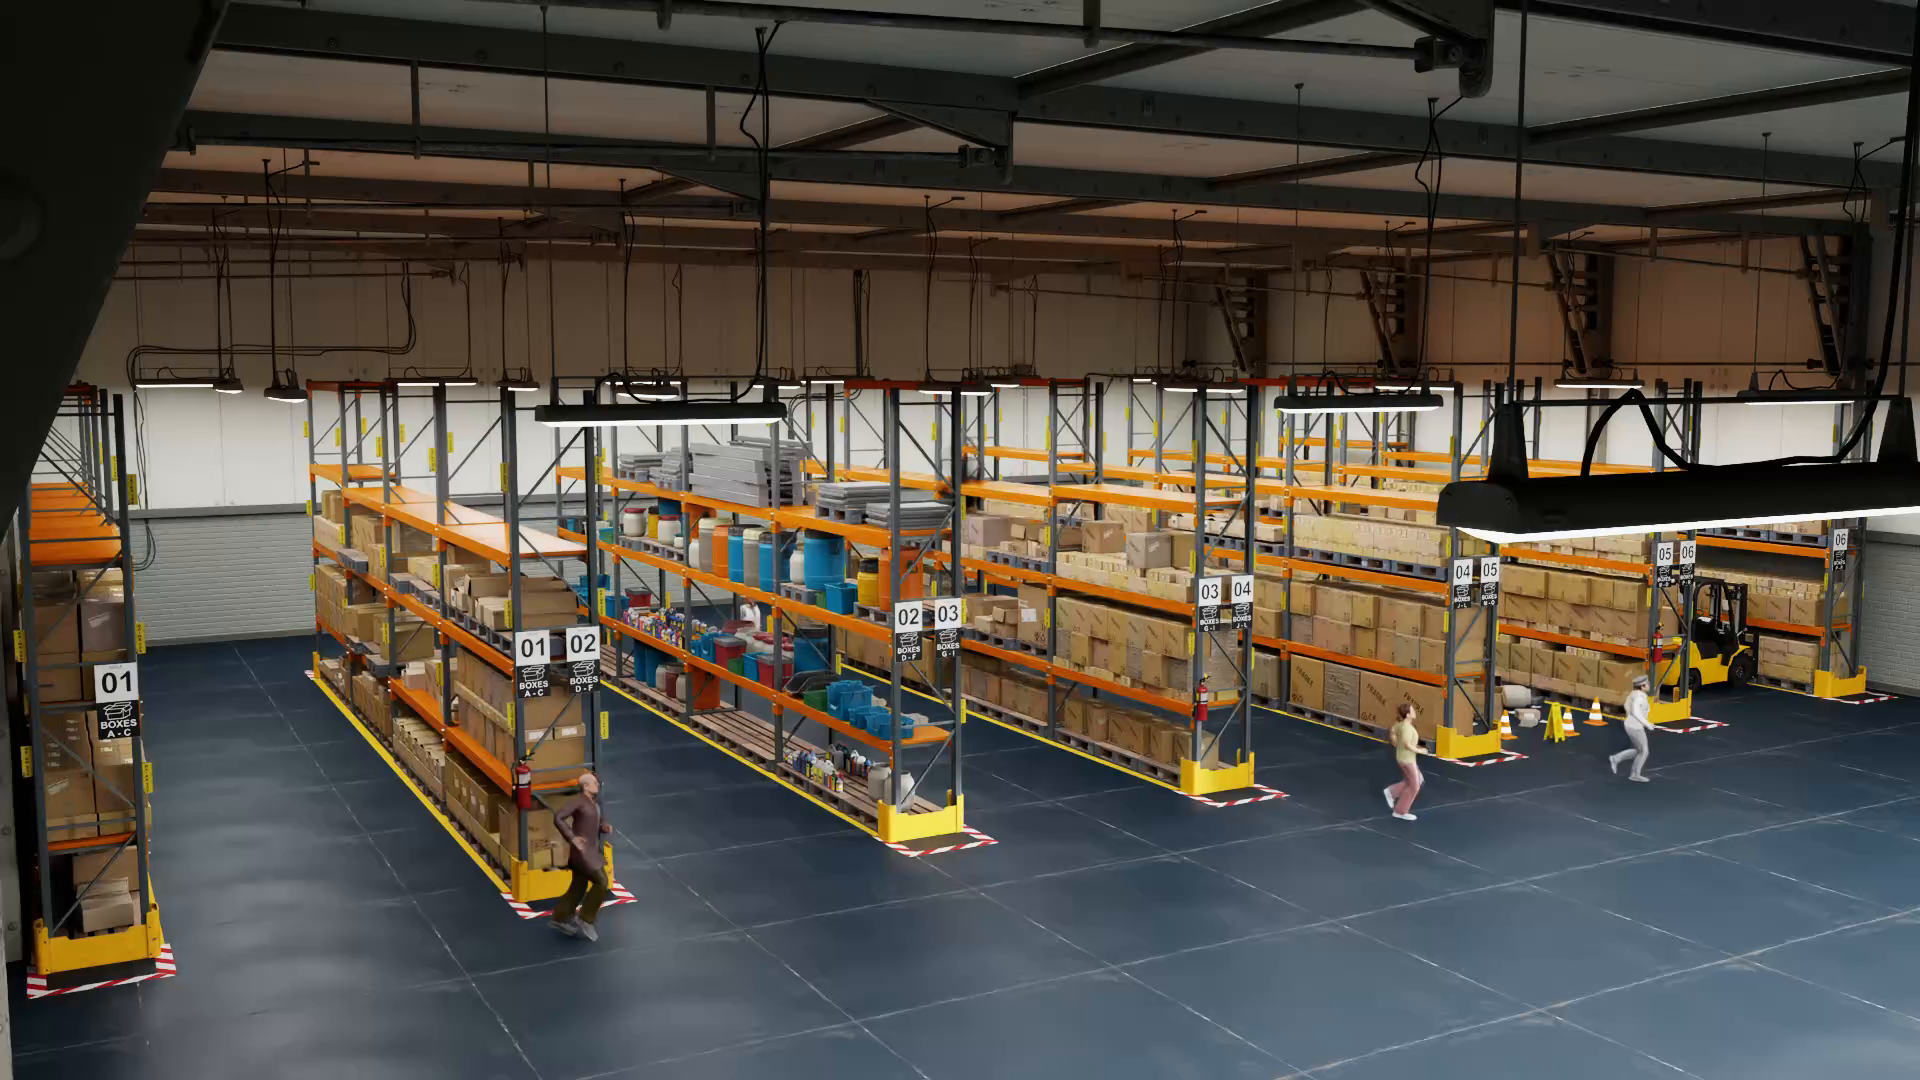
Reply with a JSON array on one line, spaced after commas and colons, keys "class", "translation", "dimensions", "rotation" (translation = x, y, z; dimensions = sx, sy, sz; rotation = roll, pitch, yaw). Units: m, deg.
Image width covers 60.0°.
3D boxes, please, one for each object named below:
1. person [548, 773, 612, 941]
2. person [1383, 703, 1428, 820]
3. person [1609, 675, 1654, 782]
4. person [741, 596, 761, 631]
[{"class": "person", "translation": [-4.223, 3.502, 18.539], "dimensions": [0.718, 1.793, 0.698], "rotation": [0, 6, 0]}, {"class": "person", "translation": [6.195, 3.069, 23.104], "dimensions": [0.561, 1.636, 0.617], "rotation": [0, 6, 4]}, {"class": "person", "translation": [10.173, 2.852, 25.166], "dimensions": [0.581, 1.664, 0.625], "rotation": [2, 6, 15]}, {"class": "person", "translation": [-4.193, 1.891, 33.594], "dimensions": [0.634, 1.750, 0.656], "rotation": [-5, 8, -41]}]
